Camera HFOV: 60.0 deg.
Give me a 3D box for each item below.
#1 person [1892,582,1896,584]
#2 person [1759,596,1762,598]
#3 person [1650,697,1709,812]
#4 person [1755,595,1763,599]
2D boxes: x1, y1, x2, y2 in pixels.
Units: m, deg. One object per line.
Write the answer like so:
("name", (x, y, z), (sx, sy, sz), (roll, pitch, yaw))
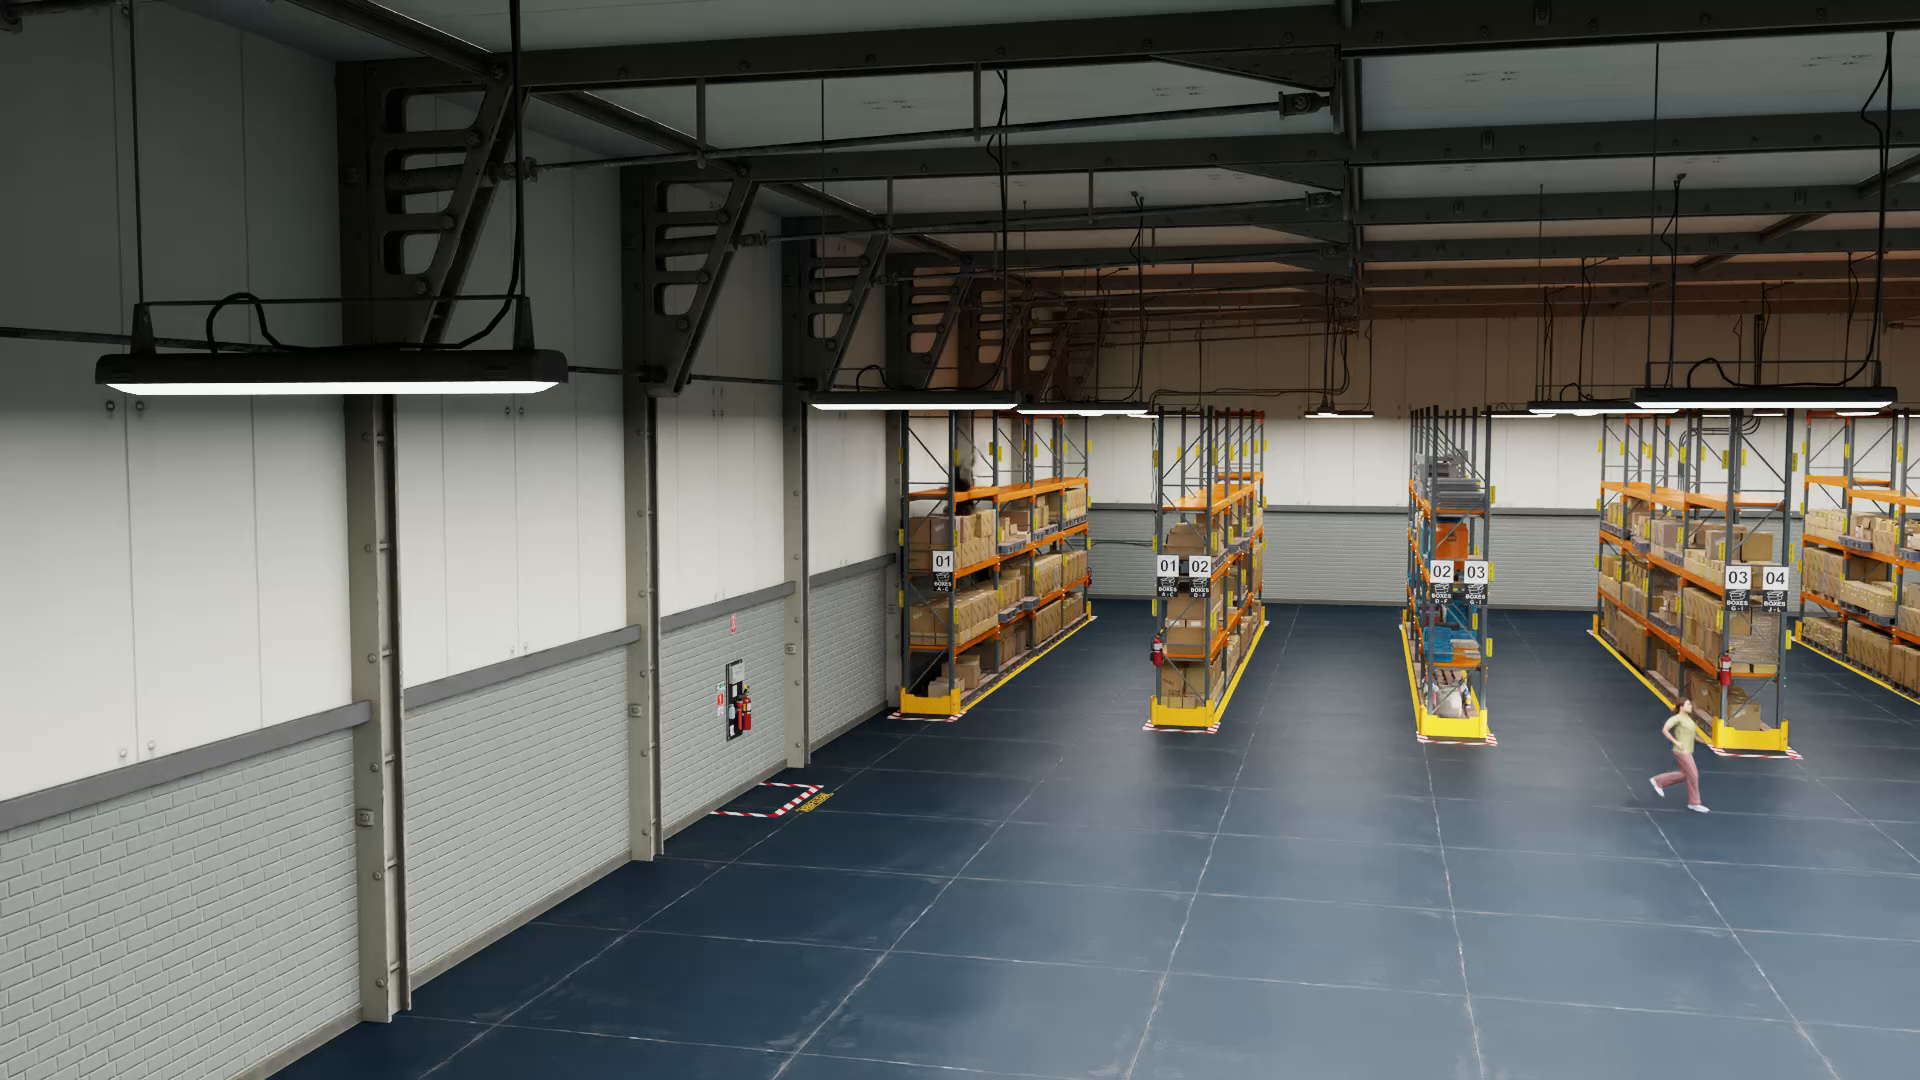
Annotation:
("person", (23.794, 1.876, 42.261), (0.612, 1.633, 0.542), (0, 4, -4))
("person", (21.351, 1.783, 44.520), (0.558, 1.507, 0.697), (0, 4, -1))
("person", (10.637, 3.141, 24.568), (0.879, 1.669, 0.579), (4, 6, 42))
("person", (20.496, 1.802, 43.169), (0.695, 1.661, 0.909), (2, 5, 30))
